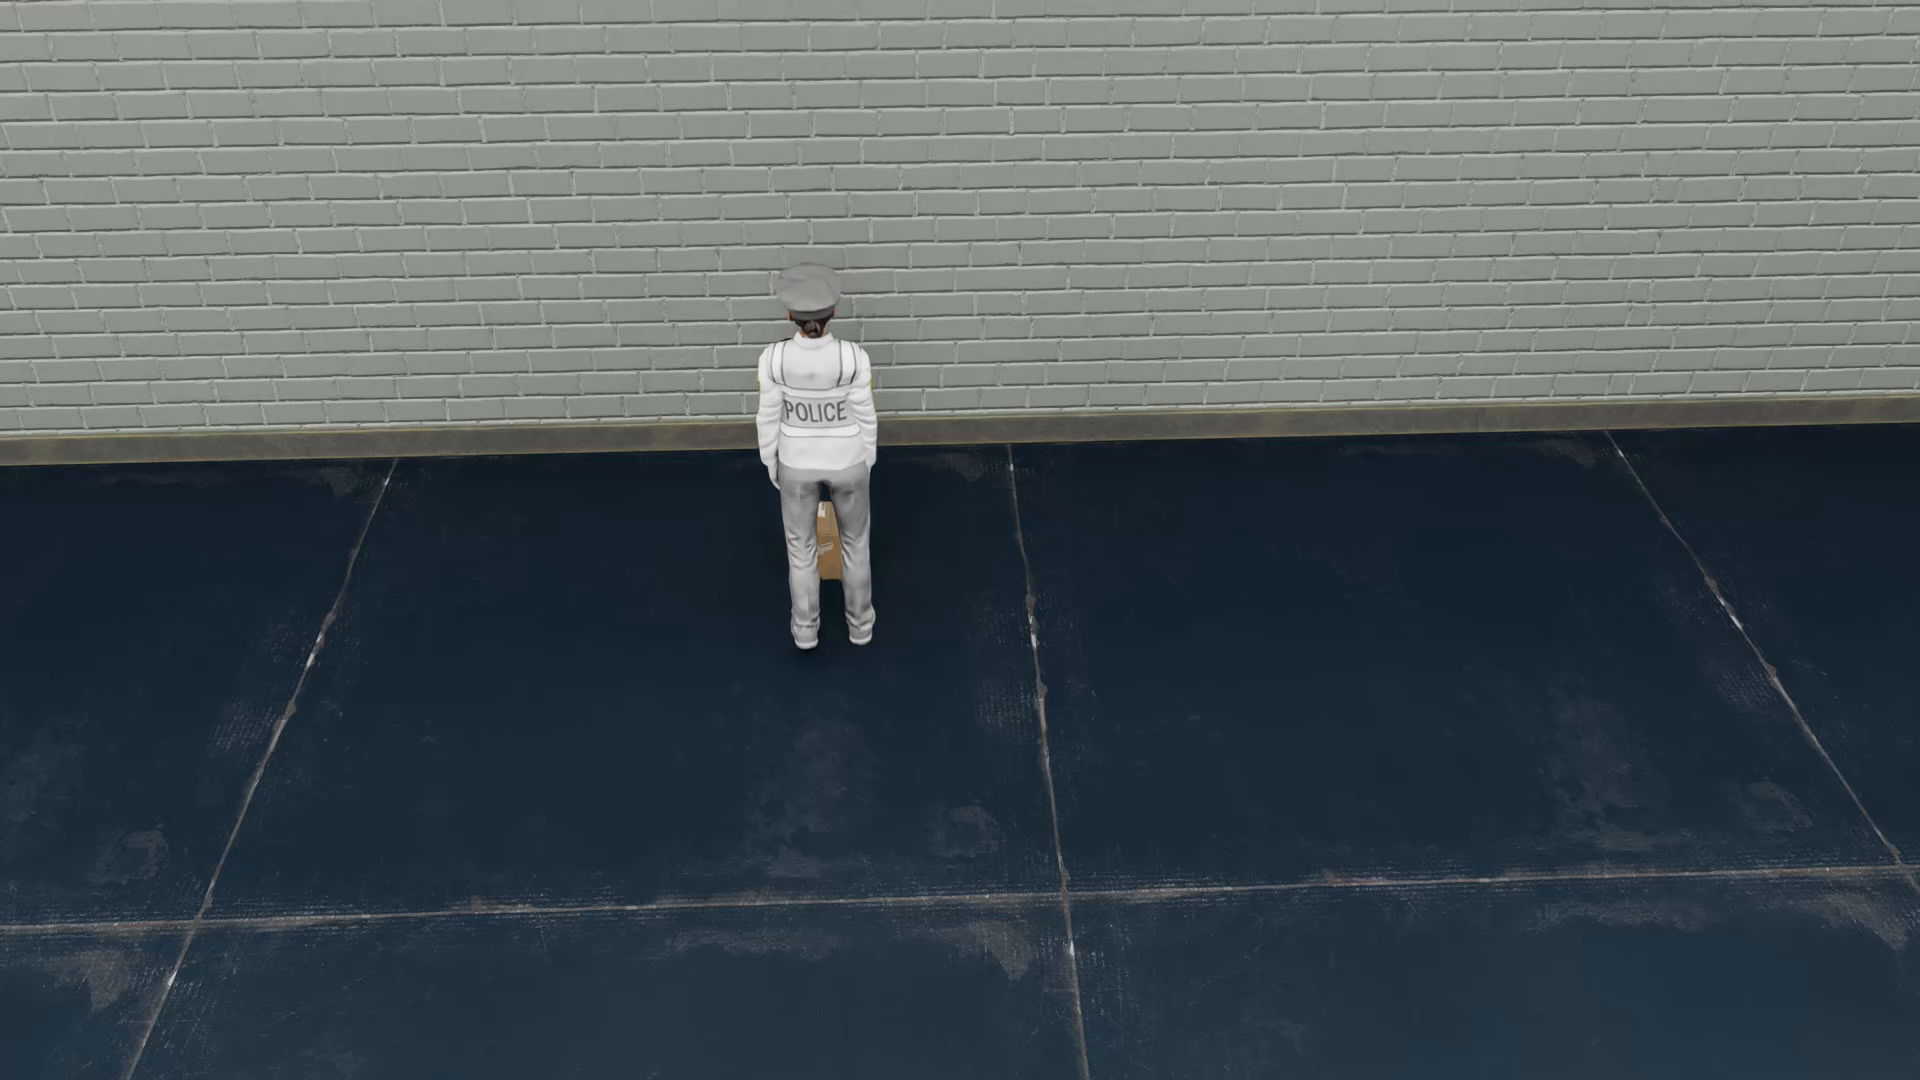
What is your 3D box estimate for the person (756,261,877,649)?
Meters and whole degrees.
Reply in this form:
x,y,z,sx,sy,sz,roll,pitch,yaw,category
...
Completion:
x,y,z,sx,sy,sz,roll,pitch,yaw,category
-0.554,-0.303,6.571,0.466,1.692,0.341,-1,35,-1,person
